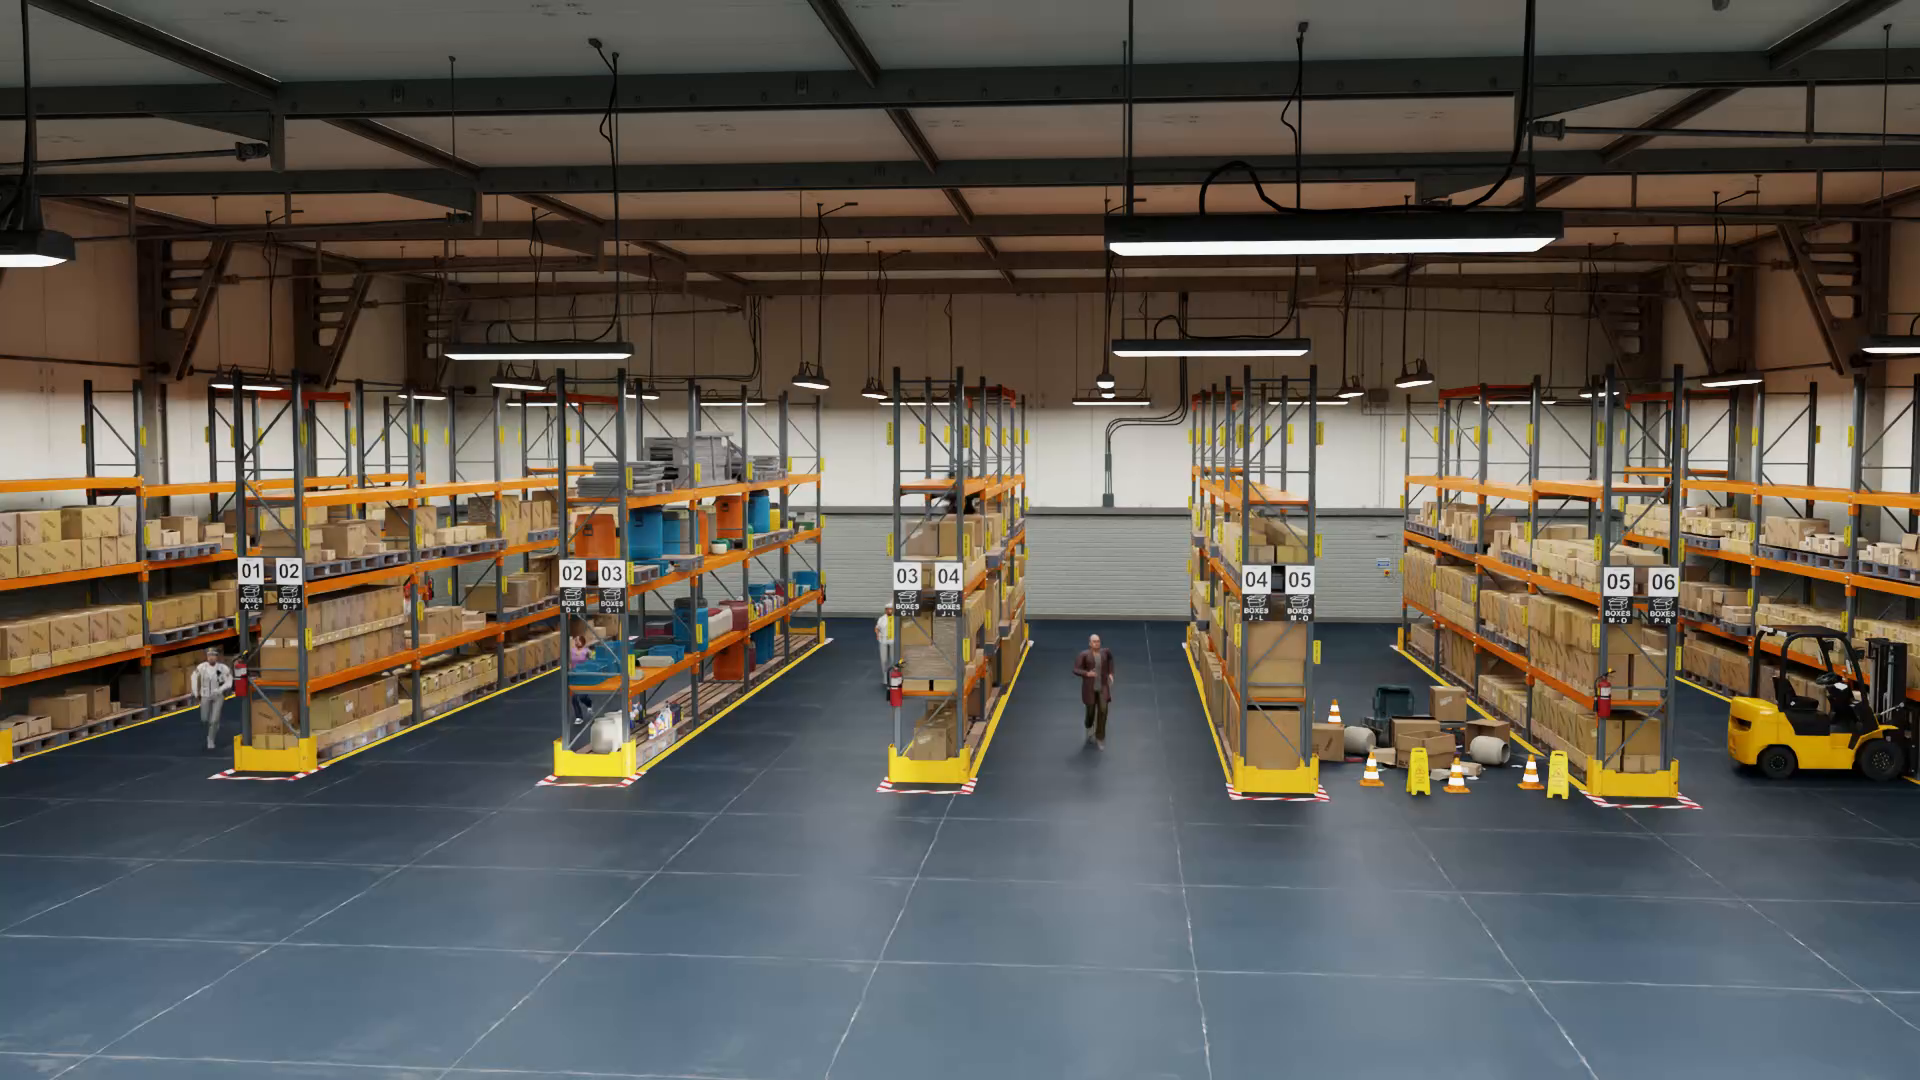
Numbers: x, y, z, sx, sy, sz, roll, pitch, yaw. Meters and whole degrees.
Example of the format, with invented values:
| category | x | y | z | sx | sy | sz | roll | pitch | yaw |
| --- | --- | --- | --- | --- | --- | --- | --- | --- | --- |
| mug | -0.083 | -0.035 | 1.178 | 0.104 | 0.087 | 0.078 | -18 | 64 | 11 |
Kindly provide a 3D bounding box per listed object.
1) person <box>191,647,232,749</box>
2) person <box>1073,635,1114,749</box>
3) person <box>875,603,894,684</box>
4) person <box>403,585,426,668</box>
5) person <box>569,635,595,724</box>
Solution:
| category | x | y | z | sx | sy | sz | roll | pitch | yaw |
| --- | --- | --- | --- | --- | --- | --- | --- | --- | --- |
| person | -12.069 | 2.534 | 26.816 | 0.653 | 1.650 | 0.641 | -1 | 4 | -11 |
| person | 2.180 | 2.453 | 27.056 | 0.738 | 1.854 | 0.970 | -1 | 4 | -11 |
| person | -1.447 | 2.094 | 33.797 | 0.608 | 1.617 | 0.559 | 0 | 4 | 6 |
| person | -12.012 | 1.863 | 36.273 | 0.665 | 1.767 | 0.904 | 0 | 4 | -5 |
| person | -6.629 | 2.423 | 29.035 | 0.535 | 1.548 | 0.567 | 1 | 4 | 8 |
